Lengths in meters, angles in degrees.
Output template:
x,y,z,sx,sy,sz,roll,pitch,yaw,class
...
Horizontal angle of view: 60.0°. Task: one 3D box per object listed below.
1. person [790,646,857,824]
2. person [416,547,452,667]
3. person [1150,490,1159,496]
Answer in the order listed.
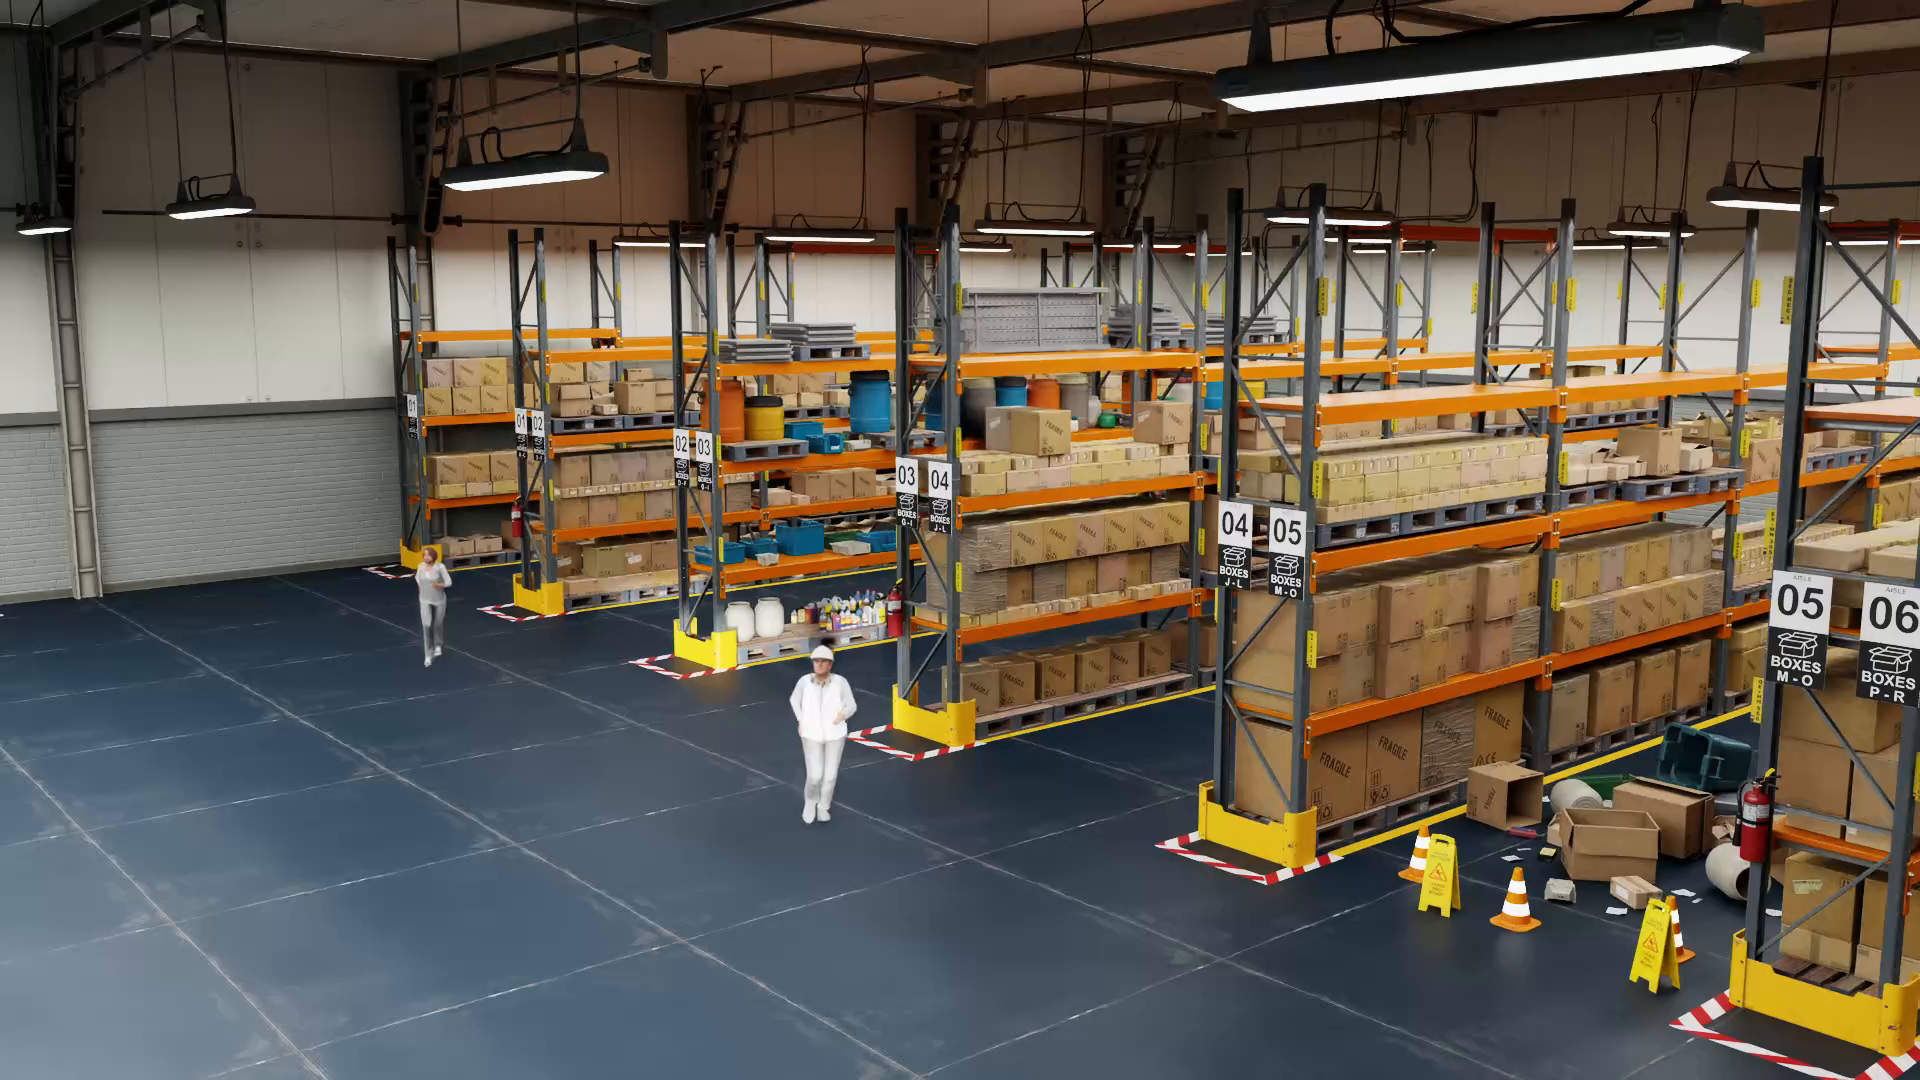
x,y,z,sx,sy,sz,roll,pitch,yaw,class
-1.296,1.877,15.866,0.636,1.752,0.660,-1,9,-6,person
-7.206,0.896,22.800,0.509,1.650,0.721,-1,9,-9,person
3.614,-0.635,32.365,0.583,1.669,0.950,7,11,39,person
